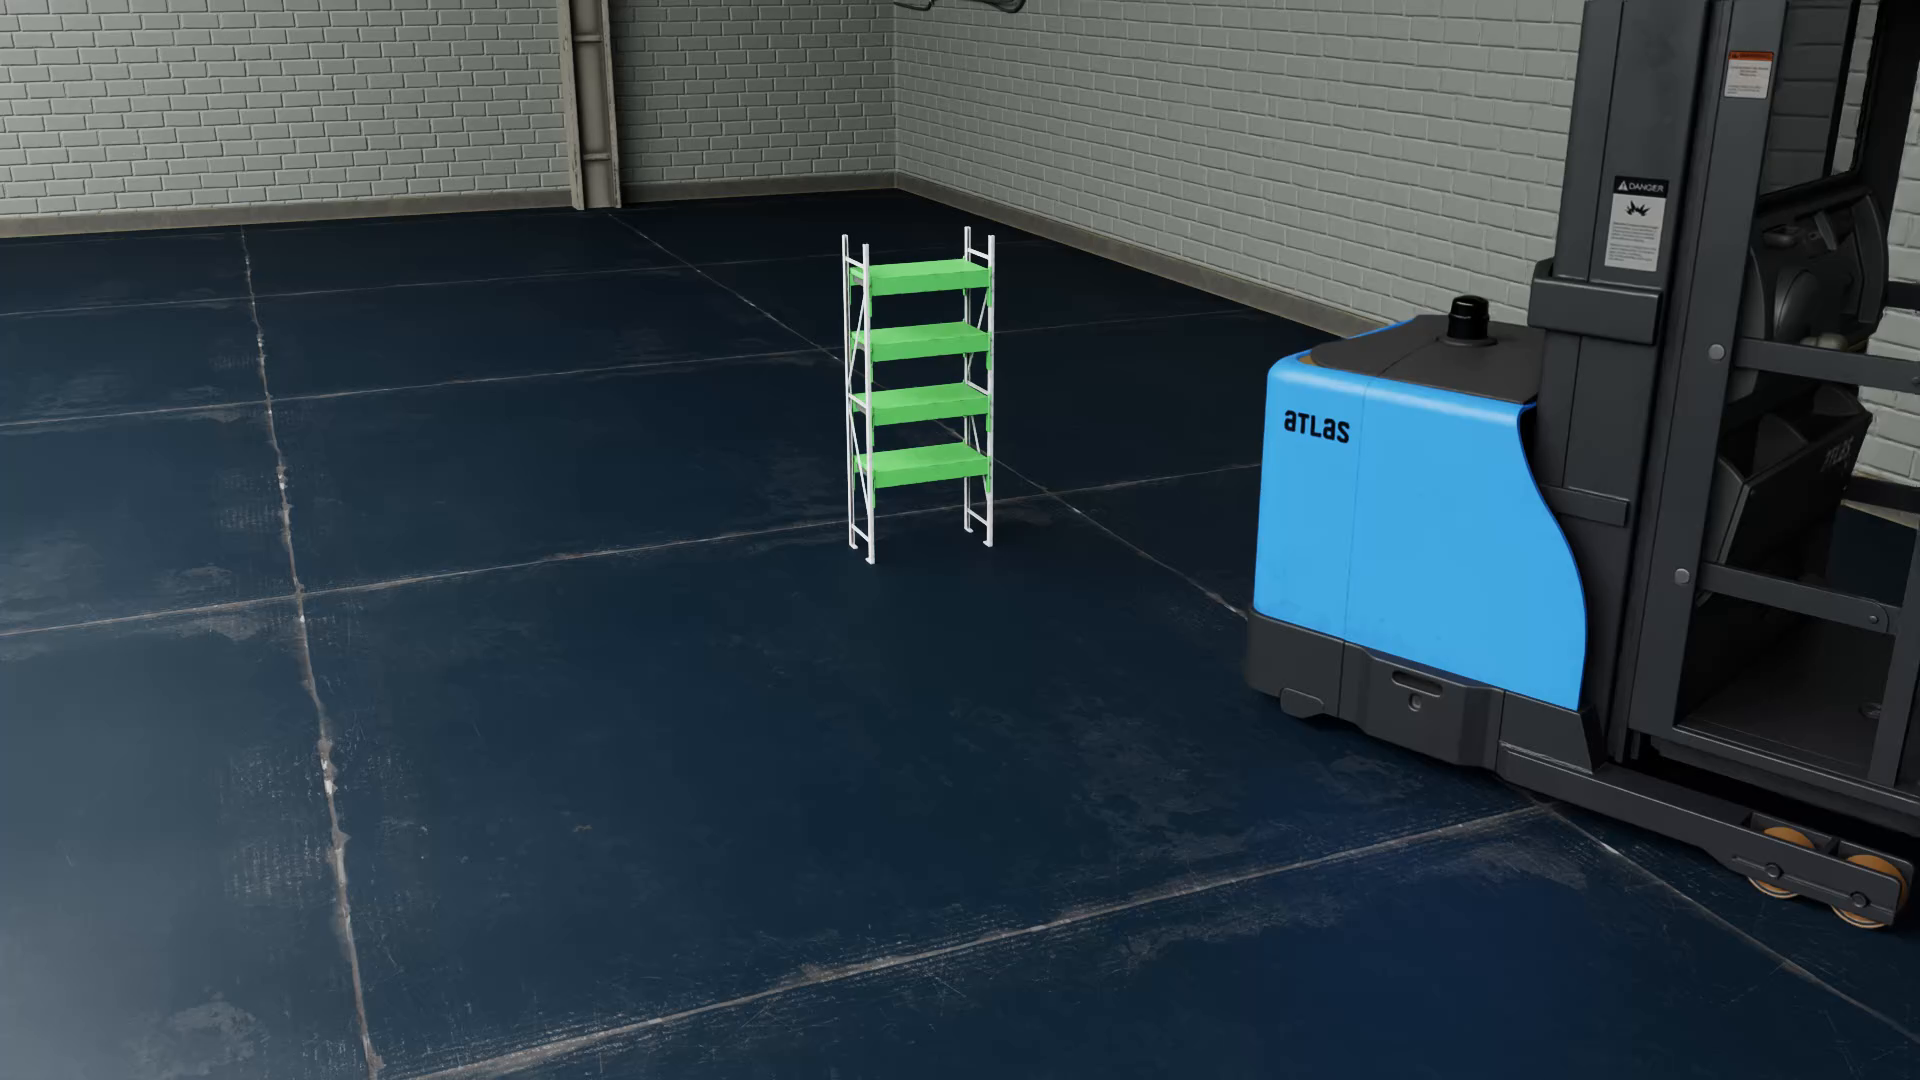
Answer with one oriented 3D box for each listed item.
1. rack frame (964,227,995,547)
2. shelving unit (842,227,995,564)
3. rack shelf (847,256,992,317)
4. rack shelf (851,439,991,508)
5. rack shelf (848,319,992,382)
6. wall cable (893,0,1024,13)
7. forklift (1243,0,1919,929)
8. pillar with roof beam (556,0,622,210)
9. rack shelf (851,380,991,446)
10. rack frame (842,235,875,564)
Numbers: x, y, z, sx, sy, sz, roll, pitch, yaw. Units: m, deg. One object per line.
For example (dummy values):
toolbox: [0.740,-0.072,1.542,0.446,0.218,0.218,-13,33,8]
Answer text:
rack frame: [0.072,-0.576,6.352,0.015,1.200,0.240,-8,21,-22]
shelving unit: [-0.152,-0.544,6.261,0.503,1.200,0.258,-8,21,-22]
rack shelf: [-0.152,-0.937,6.123,0.480,0.148,0.258,-8,21,-22]
rack shelf: [-0.152,-0.258,6.362,0.480,0.148,0.258,-8,21,-22]
rack shelf: [-0.152,-0.710,6.202,0.480,0.148,0.258,-8,21,-22]
wall cable: [-0.080,-5.803,14.129,0.112,2.526,3.097,-8,21,-22]
forklift: [2.283,-0.663,3.992,3.031,2.935,1.130,17,26,40]
pillar with roof beam: [-1.604,-5.970,9.929,0.400,9.000,9.100,-8,21,-22]
rack shelf: [-0.152,-0.484,6.282,0.480,0.148,0.258,-8,21,-22]
rack frame: [-0.376,-0.512,6.170,0.015,1.200,0.240,-8,21,-22]
